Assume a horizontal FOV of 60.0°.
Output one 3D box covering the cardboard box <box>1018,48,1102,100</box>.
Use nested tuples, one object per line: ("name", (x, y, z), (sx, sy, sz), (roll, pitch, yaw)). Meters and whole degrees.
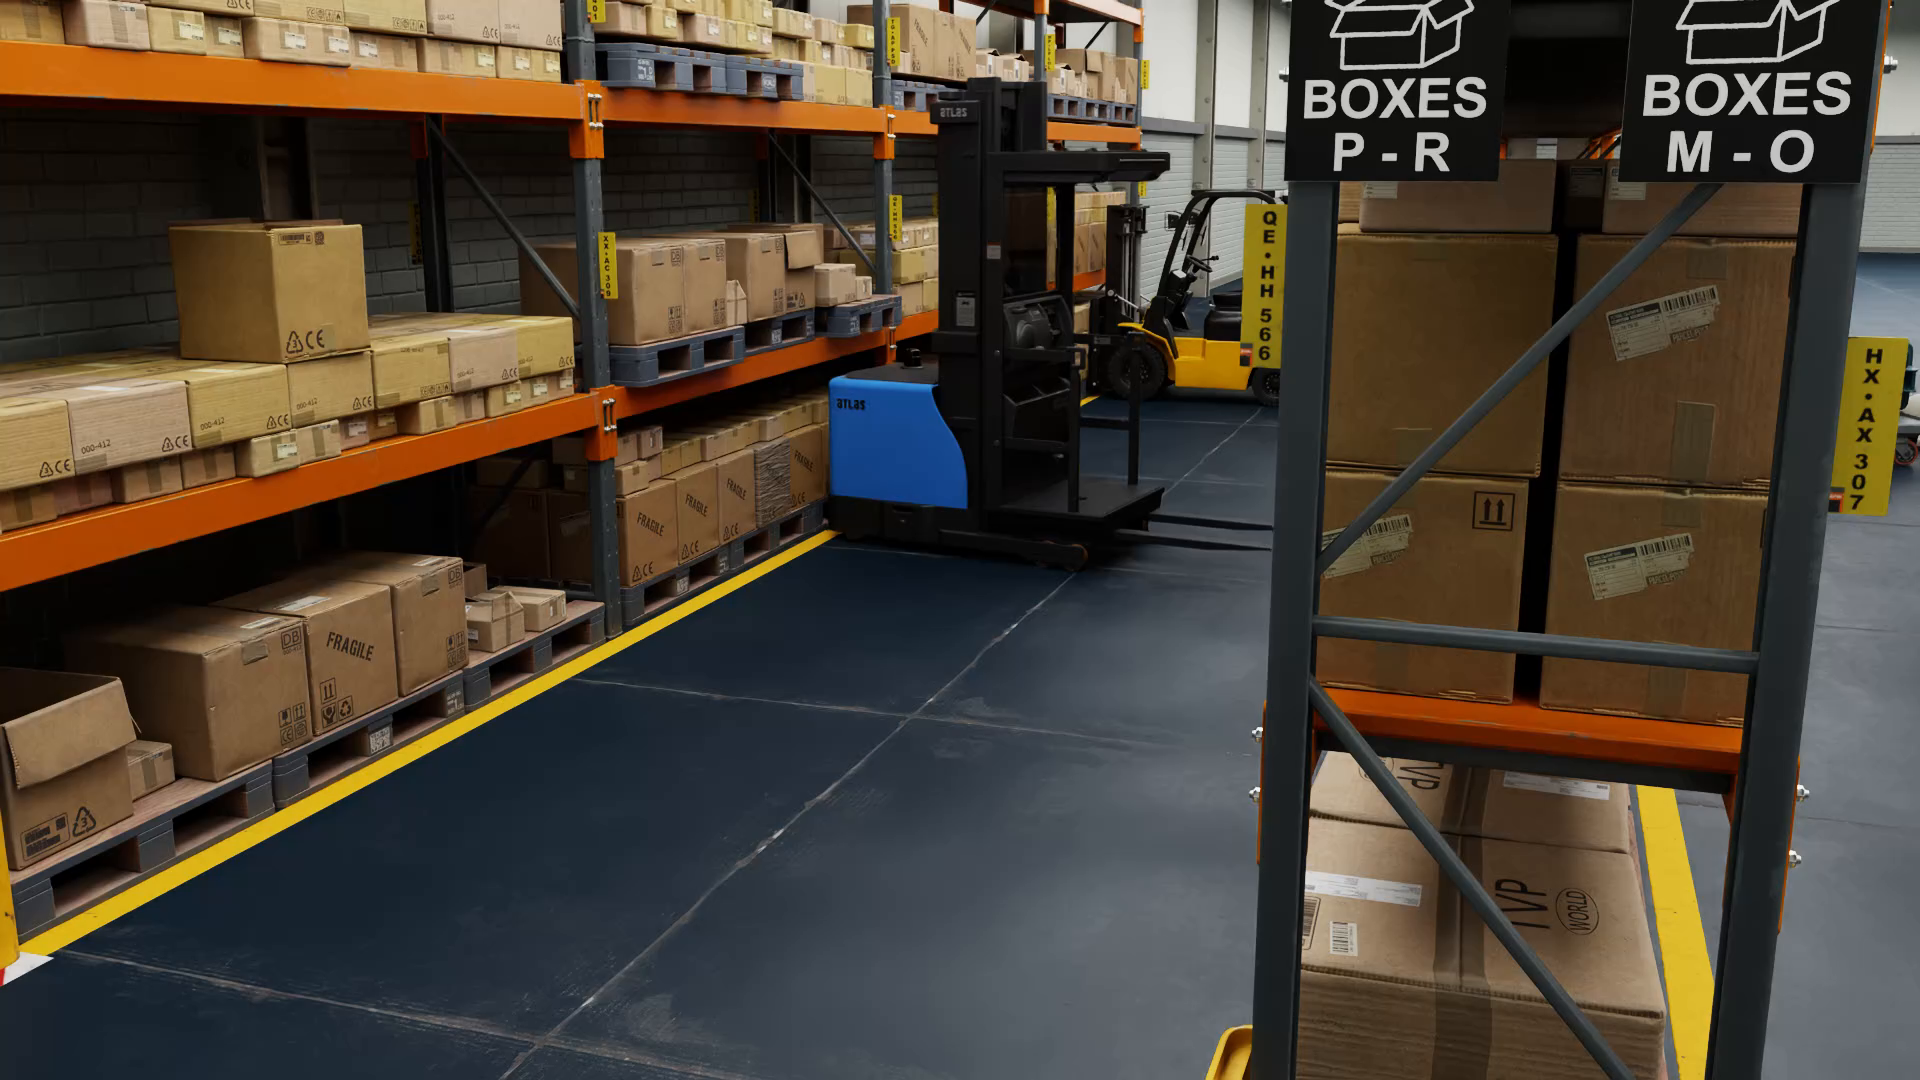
("cardboard box", (1.042, -4.839, 17.305), (0.797, 0.503, 0.637), (5, 14, 20))

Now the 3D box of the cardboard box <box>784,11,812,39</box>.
("cardboard box", (-1.154, -3.243, 10.486), (0.380, 0.149, 0.250), (4, 13, 17))

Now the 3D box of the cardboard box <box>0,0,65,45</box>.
("cardboard box", (-3.089, -1.643, 5.271), (0.380, 0.149, 0.250), (4, 14, 19))

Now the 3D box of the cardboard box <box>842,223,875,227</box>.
("cardboard box", (-0.777, -2.495, 13.496), (0.380, 0.149, 0.250), (4, 14, 18))

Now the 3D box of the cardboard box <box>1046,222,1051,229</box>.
("cardboard box", (0.664, -3.083, 16.072), (0.380, 0.149, 0.250), (4, 13, 18))

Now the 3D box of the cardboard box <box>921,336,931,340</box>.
("cardboard box", (0.153, -1.606, 15.677), (0.875, 0.625, 0.625), (5, 14, 21))

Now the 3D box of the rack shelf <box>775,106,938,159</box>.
("rack shelf", (-0.335, -3.360, 13.845), (1.077, 0.370, 4.000), (4, 14, 18))

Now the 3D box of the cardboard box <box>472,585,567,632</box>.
("cardboard box", (-2.179, 0.338, 8.228), (0.380, 0.149, 0.250), (4, 13, 17))

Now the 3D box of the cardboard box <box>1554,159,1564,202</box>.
("cardboard box", (2.345, -1.294, 5.987), (0.380, 0.149, 0.250), (4, 14, 18))

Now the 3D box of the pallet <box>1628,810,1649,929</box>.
("pallet", (1.708, 1.143, 5.506), (1.003, 0.211, 1.213), (4, 14, 18))

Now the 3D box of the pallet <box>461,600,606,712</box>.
("pallet", (-2.500, 0.519, 8.241), (1.003, 0.211, 1.213), (4, 14, 18))

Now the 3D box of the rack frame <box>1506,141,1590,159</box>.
("rack frame", (6.304, -3.155, 18.072), (1.000, 3.000, 0.127), (4, 14, 18))

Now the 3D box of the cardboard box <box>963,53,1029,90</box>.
("cardboard box", (0.308, -4.172, 14.818), (0.500, 0.311, 0.500), (4, 13, 17))

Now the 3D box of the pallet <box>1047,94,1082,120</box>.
("pallet", (0.563, -4.270, 16.415), (1.003, 0.211, 1.213), (4, 14, 18))

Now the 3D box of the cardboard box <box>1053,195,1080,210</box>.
("cardboard box", (1.008, -3.445, 16.989), (0.380, 0.149, 0.250), (4, 13, 18))

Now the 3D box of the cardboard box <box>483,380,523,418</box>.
("cardboard box", (-2.266, -0.665, 7.724), (0.380, 0.149, 0.250), (5, 14, 20))

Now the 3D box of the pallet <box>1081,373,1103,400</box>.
("pallet", (1.002, -1.733, 18.104), (1.003, 0.211, 1.213), (4, 14, 18))

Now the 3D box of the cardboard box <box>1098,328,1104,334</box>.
("cardboard box", (1.259, -2.175, 17.888), (0.500, 0.250, 0.500), (4, 14, 18))

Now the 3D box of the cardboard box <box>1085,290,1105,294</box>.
("cardboard box", (1.752, -2.744, 19.259), (0.500, 0.250, 0.500), (5, 14, 20))

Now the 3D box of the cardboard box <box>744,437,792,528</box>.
("cardboard box", (-1.405, -0.383, 10.601), (0.500, 0.500, 0.500), (4, 13, 16))

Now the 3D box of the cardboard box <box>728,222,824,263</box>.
("cardboard box", (-1.297, -1.984, 11.771), (0.500, 0.500, 0.500), (5, 14, 21))

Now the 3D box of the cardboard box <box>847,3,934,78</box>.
("cardboard box", (-0.518, -3.727, 12.443), (0.500, 0.500, 0.500), (4, 14, 19))

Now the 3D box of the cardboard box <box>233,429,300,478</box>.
("cardboard box", (-2.741, -0.338, 6.292), (0.380, 0.149, 0.250), (4, 13, 17))

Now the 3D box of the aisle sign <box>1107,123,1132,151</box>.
("aisle sign", (1.905, -4.772, 19.313), (0.394, 0.787, 0.004), (4, 14, 18))

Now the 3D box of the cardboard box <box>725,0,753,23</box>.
("cardboard box", (-1.413, -3.031, 9.515), (0.380, 0.149, 0.250), (4, 14, 19))

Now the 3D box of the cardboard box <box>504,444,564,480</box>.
("cardboard box", (-2.350, -0.442, 9.398), (0.380, 0.149, 0.250), (4, 14, 18))

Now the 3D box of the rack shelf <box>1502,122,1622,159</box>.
("rack shelf", (4.362, -3.004, 12.283), (1.077, 0.370, 4.000), (4, 14, 18))

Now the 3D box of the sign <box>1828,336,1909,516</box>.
("sign", (1.650, -0.206, 3.026), (0.100, 0.325, 0.005), (4, 14, 18))

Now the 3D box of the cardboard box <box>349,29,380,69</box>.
("cardboard box", (-2.565, -1.962, 6.667), (0.380, 0.149, 0.250), (4, 14, 19))

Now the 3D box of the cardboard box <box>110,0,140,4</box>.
("cardboard box", (-3.024, -1.860, 5.323), (0.500, 0.250, 0.500), (5, 14, 19))

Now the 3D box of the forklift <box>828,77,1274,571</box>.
("forklift", (0.678, -1.374, 10.422), (3.031, 2.935, 1.130), (7, 14, 26))

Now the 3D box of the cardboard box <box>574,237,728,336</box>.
("cardboard box", (-1.741, -1.434, 9.360), (0.700, 0.500, 0.500), (5, 14, 19))

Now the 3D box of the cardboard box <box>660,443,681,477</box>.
("cardboard box", (-1.820, -0.463, 9.491), (0.380, 0.149, 0.250), (4, 13, 15))

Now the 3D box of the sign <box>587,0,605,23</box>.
("sign", (-1.761, -2.662, 8.009), (0.100, 0.325, 0.005), (4, 14, 18))

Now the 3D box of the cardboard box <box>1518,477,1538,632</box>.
("cardboard box", (1.209, -0.061, 4.288), (0.500, 0.500, 0.500), (4, 13, 17))

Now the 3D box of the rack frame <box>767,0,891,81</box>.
("rack frame", (-0.983, -4.752, 11.587), (1.000, 3.000, 0.127), (4, 14, 18))

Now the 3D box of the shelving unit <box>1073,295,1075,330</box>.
("shelving unit", (0.383, -1.114, 12.500), (0.587, 1.500, 1.083), (-6, 14, -25))

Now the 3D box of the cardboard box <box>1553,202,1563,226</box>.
("cardboard box", (2.358, -0.940, 5.892), (0.500, 0.500, 0.500), (4, 13, 18))

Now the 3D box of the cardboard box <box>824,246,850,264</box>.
("cardboard box", (-1.100, -2.113, 12.717), (0.500, 0.250, 0.500), (5, 14, 20))

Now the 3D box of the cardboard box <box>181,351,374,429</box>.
("cardboard box", (-2.700, -0.614, 6.604), (0.500, 0.250, 0.500), (4, 13, 17))

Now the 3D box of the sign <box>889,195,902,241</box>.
("sign", (-0.466, -2.316, 11.972), (0.100, 0.325, 0.005), (4, 14, 18))

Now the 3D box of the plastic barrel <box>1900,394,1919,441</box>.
("plastic barrel", (8.642, -1.071, 14.731), (0.421, 0.421, 0.512), (-8, 15, -30))

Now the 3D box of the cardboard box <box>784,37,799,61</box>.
("cardboard box", (-1.248, -3.108, 10.565), (0.380, 0.149, 0.250), (4, 14, 19))

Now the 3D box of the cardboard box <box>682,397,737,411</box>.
("cardboard box", (-1.738, -0.880, 11.318), (0.380, 0.149, 0.250), (4, 13, 16))

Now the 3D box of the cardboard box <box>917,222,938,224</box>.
("cardboard box", (-0.193, -2.511, 13.566), (0.380, 0.149, 0.250), (5, 14, 20))

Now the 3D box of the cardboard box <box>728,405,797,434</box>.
("cardboard box", (-1.297, -0.791, 10.928), (0.380, 0.149, 0.250), (4, 13, 18))

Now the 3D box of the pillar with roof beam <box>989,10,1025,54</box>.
("pillar with roof beam", (4.601, -6.045, 17.251), (9.100, 9.000, 0.400), (4, 14, 18))

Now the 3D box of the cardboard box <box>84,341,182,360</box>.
("cardboard box", (-3.171, -0.654, 6.779), (0.500, 0.250, 0.500), (4, 14, 18))

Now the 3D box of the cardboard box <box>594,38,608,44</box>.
("cardboard box", (-2.111, -2.758, 8.986), (0.380, 0.149, 0.250), (4, 13, 17))

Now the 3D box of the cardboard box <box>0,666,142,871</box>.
("cardboard box", (-3.283, 0.747, 5.640), (0.797, 0.503, 0.637), (4, 13, 16))

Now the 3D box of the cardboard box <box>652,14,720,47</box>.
("cardboard box", (-1.535, -2.773, 9.050), (0.380, 0.149, 0.250), (5, 14, 19))
